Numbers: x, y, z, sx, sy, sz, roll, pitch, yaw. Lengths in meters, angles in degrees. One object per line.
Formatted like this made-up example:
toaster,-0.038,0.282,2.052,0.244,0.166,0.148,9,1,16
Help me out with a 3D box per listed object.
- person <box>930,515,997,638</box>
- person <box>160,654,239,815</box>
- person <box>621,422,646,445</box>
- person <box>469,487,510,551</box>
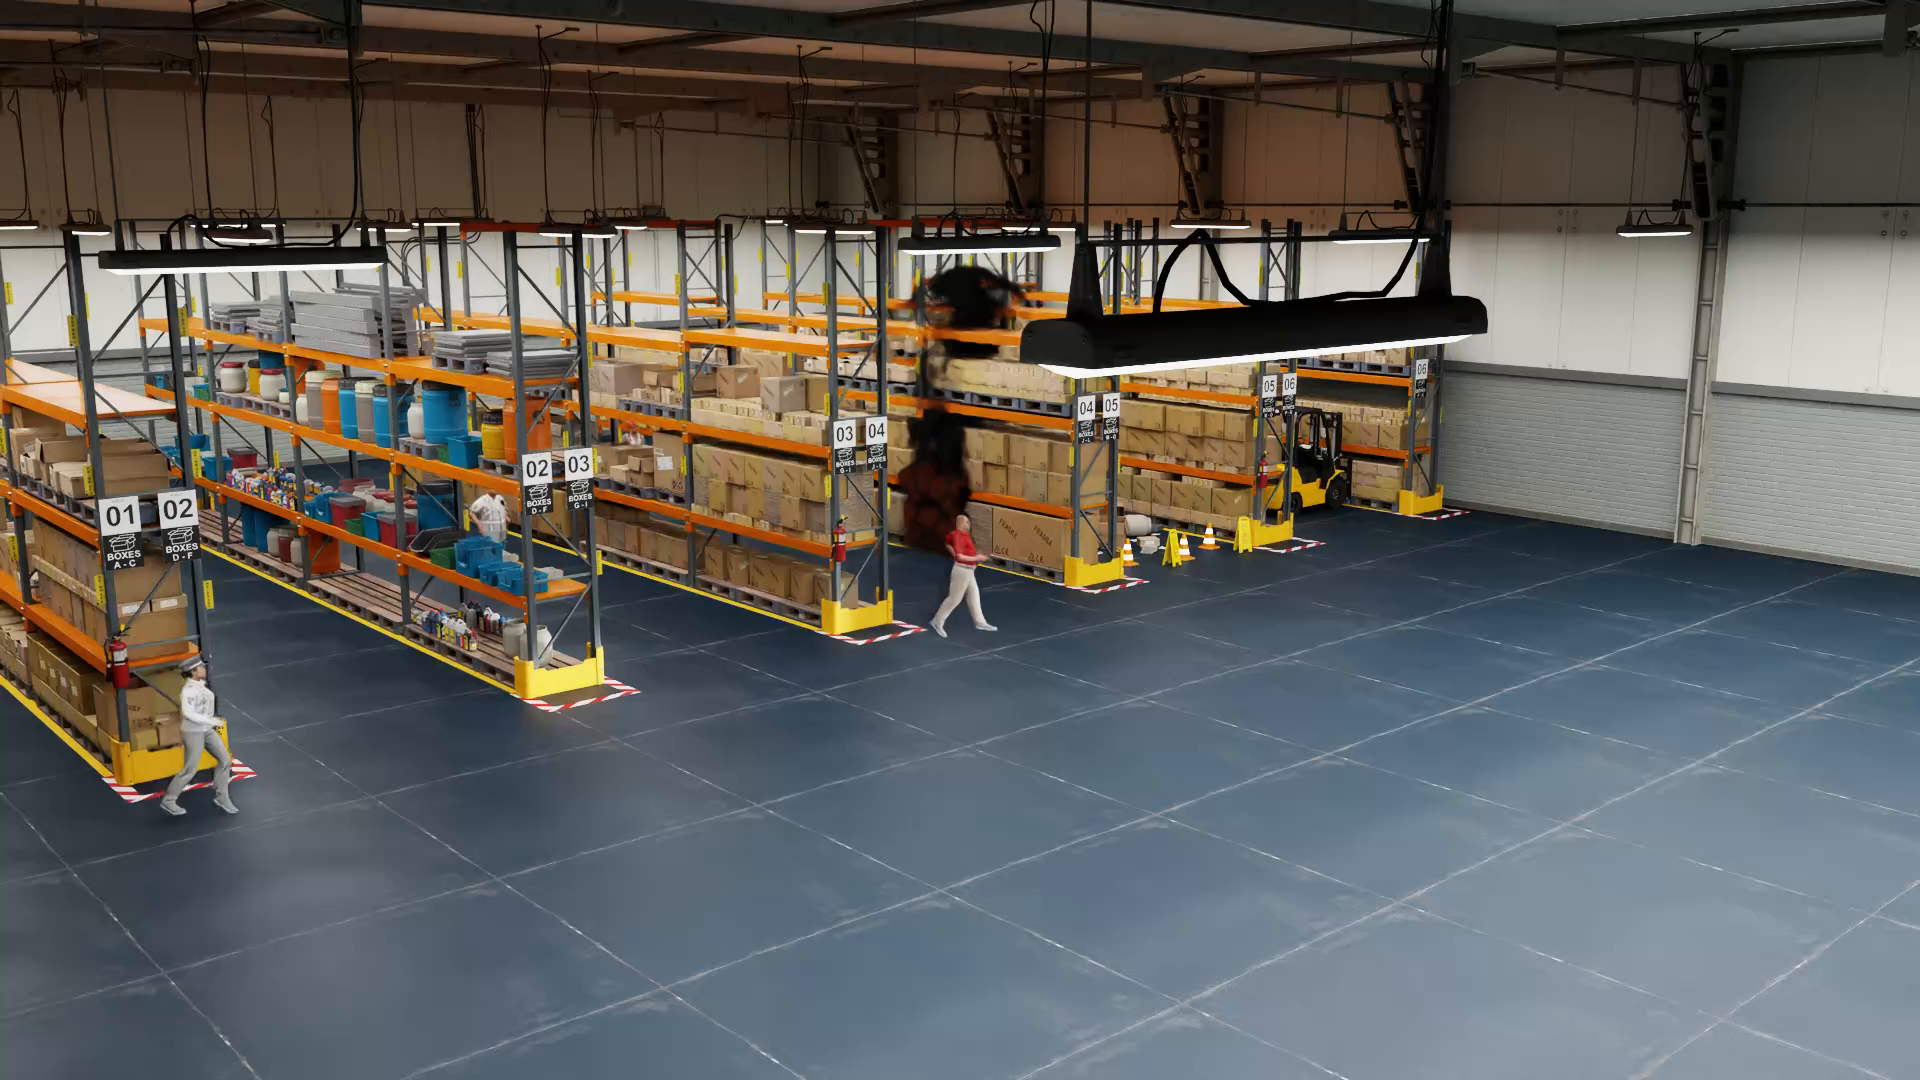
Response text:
person,0.053,0.521,23.764,0.966,1.773,0.669,0,11,0
person,-8.034,2.052,17.516,0.754,1.726,0.665,-1,12,-7
person,-7.020,-1.704,35.895,0.673,1.751,0.590,-11,16,-43
person,-7.901,-0.177,28.307,0.602,1.740,0.651,8,14,34
